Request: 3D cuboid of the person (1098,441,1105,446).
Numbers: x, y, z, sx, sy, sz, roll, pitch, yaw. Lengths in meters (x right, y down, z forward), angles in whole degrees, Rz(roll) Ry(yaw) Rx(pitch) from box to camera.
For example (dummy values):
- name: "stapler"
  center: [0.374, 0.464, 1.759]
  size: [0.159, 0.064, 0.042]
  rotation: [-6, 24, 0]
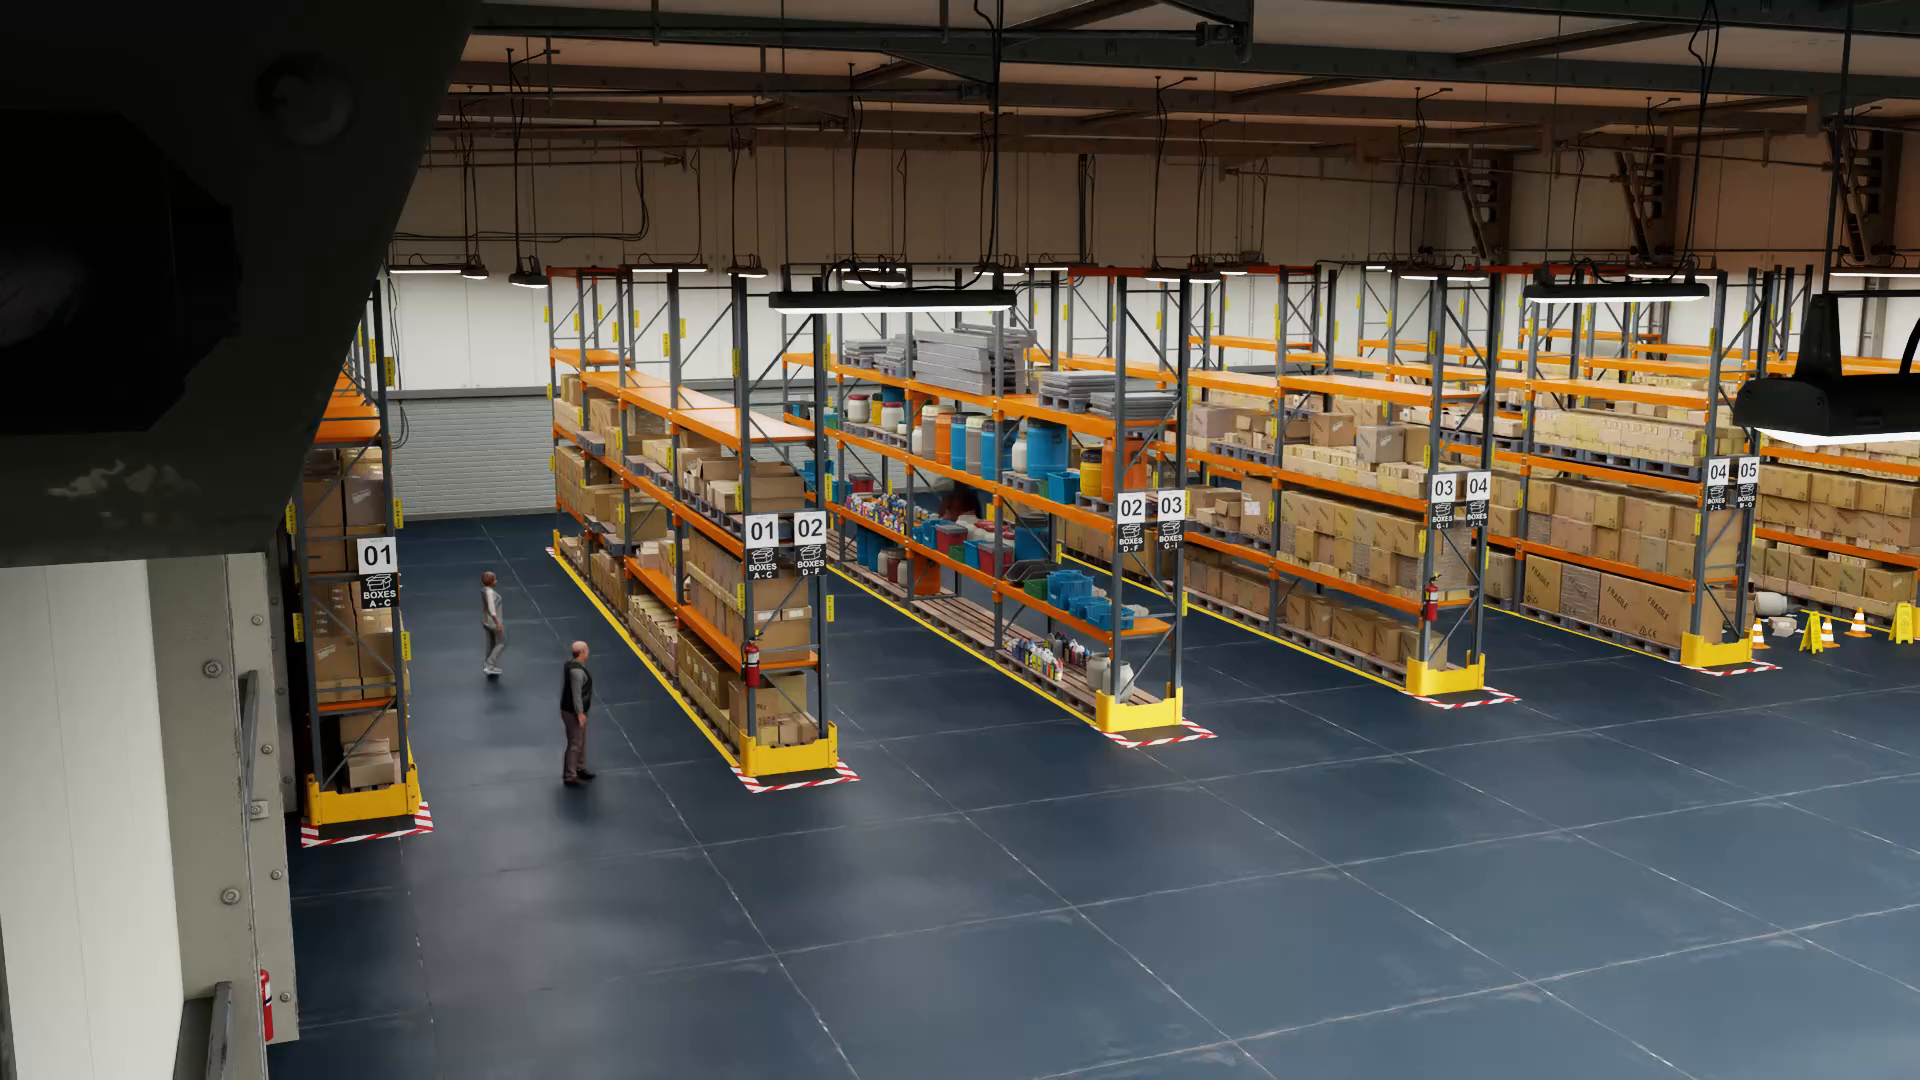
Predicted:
- name: "person"
  center: [3.462, -1.573, 40.652]
  size: [0.970, 1.729, 0.624]
  rotation: [-6, 12, -32]

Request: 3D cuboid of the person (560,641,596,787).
- name: "person"
  center: [-4.592, 2.061, 19.910]
  size: [0.394, 1.734, 0.619]
  rotation: [-2, 10, -11]

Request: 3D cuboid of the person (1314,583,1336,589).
- name: "person"
  center: [6.985, 0.088, 31.305]
  size: [0.461, 1.677, 0.533]
  rotation: [-1, 10, -5]

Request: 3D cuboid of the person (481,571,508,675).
- name: "person"
  center: [-6.990, 1.254, 24.837]
  size: [0.385, 1.607, 0.444]
  rotation: [-9, 14, -43]
